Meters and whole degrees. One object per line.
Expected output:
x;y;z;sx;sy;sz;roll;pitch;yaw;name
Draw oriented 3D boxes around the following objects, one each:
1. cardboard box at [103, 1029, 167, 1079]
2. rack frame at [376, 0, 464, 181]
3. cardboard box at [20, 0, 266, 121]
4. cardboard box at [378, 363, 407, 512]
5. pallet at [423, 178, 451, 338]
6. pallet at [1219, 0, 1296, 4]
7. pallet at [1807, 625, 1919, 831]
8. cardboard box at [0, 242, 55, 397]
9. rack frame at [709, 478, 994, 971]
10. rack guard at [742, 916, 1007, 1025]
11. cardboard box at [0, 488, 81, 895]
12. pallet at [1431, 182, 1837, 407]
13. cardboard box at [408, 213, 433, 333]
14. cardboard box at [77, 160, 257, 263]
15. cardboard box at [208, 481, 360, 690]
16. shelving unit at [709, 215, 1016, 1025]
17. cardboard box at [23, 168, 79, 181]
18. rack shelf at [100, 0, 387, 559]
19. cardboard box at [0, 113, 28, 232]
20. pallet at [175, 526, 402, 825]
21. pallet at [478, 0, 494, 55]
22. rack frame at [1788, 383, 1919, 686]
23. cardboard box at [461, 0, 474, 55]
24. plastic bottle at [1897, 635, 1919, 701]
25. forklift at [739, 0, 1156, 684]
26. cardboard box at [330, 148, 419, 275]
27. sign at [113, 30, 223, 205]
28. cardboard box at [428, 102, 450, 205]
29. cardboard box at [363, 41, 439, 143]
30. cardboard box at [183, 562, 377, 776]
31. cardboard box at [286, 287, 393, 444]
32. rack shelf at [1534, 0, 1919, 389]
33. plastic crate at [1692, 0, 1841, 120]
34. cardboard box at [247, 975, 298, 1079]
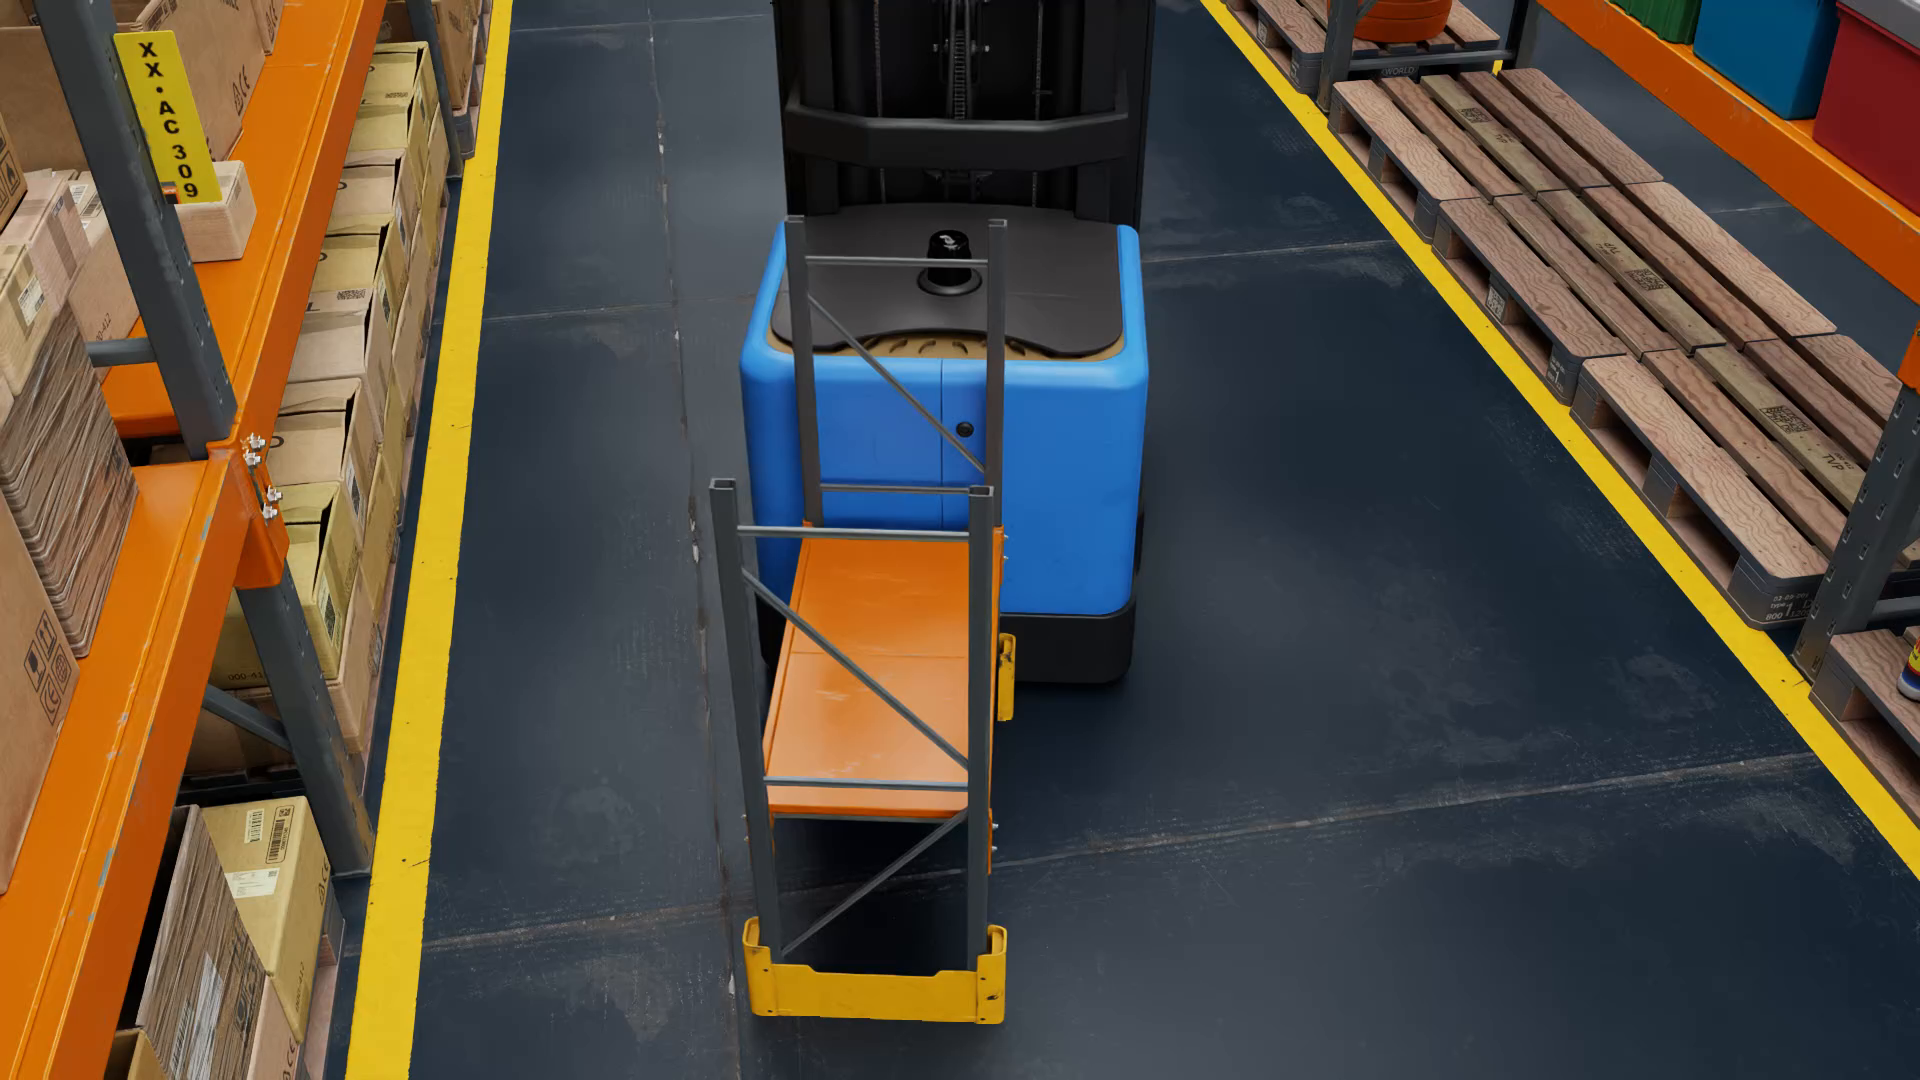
-1.514;1.158;2.602;0.500;0.500;0.500;-6;38;-8;cardboard box
-2.680;-2.743;6.336;1.000;3.000;0.127;-6;38;-8;rack frame
-2.277;-1.453;4.594;0.500;0.500;0.500;-6;38;-8;cardboard box
-1.987;-0.299;5.089;0.500;0.250;0.500;-7;38;-9;cardboard box
-2.574;-1.141;6.546;1.003;0.211;1.213;-6;38;-8;pallet
1.808;-3.379;9.428;1.003;0.211;1.213;-6;38;-8;pallet
2.976;0.654;4.237;1.003;0.211;1.213;-6;38;-8;pallet
-1.678;-0.332;2.622;0.380;0.149;0.250;-7;38;-9;cardboard box
-0.191;0.499;3.385;0.500;1.500;0.032;2;38;2;rack frame
-0.190;0.981;3.784;0.587;0.250;0.087;2;38;2;rack guard
-1.796;0.219;2.442;0.700;0.500;0.500;-7;38;-8;cardboard box
2.506;-0.965;6.320;1.003;0.211;1.213;-6;38;-8;pallet
-2.168;-0.917;5.884;0.500;0.250;0.500;-5;38;-7;cardboard box
-1.933;-0.785;4.020;0.380;0.149;0.250;-6;38;-8;cardboard box
-1.806;0.095;4.125;0.500;0.311;0.500;-6;38;-8;cardboard box
-0.167;0.182;3.793;0.587;1.500;1.083;2;38;2;shelving unit
-2.313;-0.785;3.925;0.396;0.266;0.258;-7;38;-9;cardboard box
-2.329;-1.251;5.002;1.077;0.370;4.000;-6;38;-8;rack shelf
-1.894;-0.612;2.453;0.700;0.500;0.500;-6;38;-8;cardboard box
-2.146;0.333;4.649;1.003;0.211;1.213;-6;38;-8;pallet
-2.984;-2.832;8.724;1.003;0.211;1.213;-6;38;-8;pallet
2.899;-0.858;3.909;1.000;3.000;0.127;-6;38;-8;rack frame
-2.576;-2.551;7.768;0.500;0.500;0.500;-8;38;-10;cardboard box
2.523;0.286;4.303;0.097;0.271;0.097;0;38;0;plastic bottle
0.024;-1.641;4.973;1.130;2.935;3.031;2;38;2;forklift
-2.162;-1.136;5.710;0.500;0.311;0.500;-6;38;-8;cardboard box
-1.432;-0.761;3.014;0.100;0.325;0.005;-6;38;-8;sign
-2.347;-1.532;6.675;0.500;0.250;0.500;-5;38;-7;cardboard box
-2.345;-1.755;6.505;0.500;0.311;0.500;-5;38;-7;cardboard box
-1.805;0.323;4.289;0.500;0.250;0.500;-7;38;-9;cardboard box
-1.980;-0.520;4.917;0.500;0.311;0.500;-7;38;-9;cardboard box
2.548;-1.782;5.685;1.077;0.370;4.000;-6;38;-8;rack shelf
2.399;-1.484;4.728;0.392;0.384;0.575;-6;38;-8;plastic crate
-1.604;1.153;3.220;0.500;0.250;0.500;-6;38;-8;cardboard box
